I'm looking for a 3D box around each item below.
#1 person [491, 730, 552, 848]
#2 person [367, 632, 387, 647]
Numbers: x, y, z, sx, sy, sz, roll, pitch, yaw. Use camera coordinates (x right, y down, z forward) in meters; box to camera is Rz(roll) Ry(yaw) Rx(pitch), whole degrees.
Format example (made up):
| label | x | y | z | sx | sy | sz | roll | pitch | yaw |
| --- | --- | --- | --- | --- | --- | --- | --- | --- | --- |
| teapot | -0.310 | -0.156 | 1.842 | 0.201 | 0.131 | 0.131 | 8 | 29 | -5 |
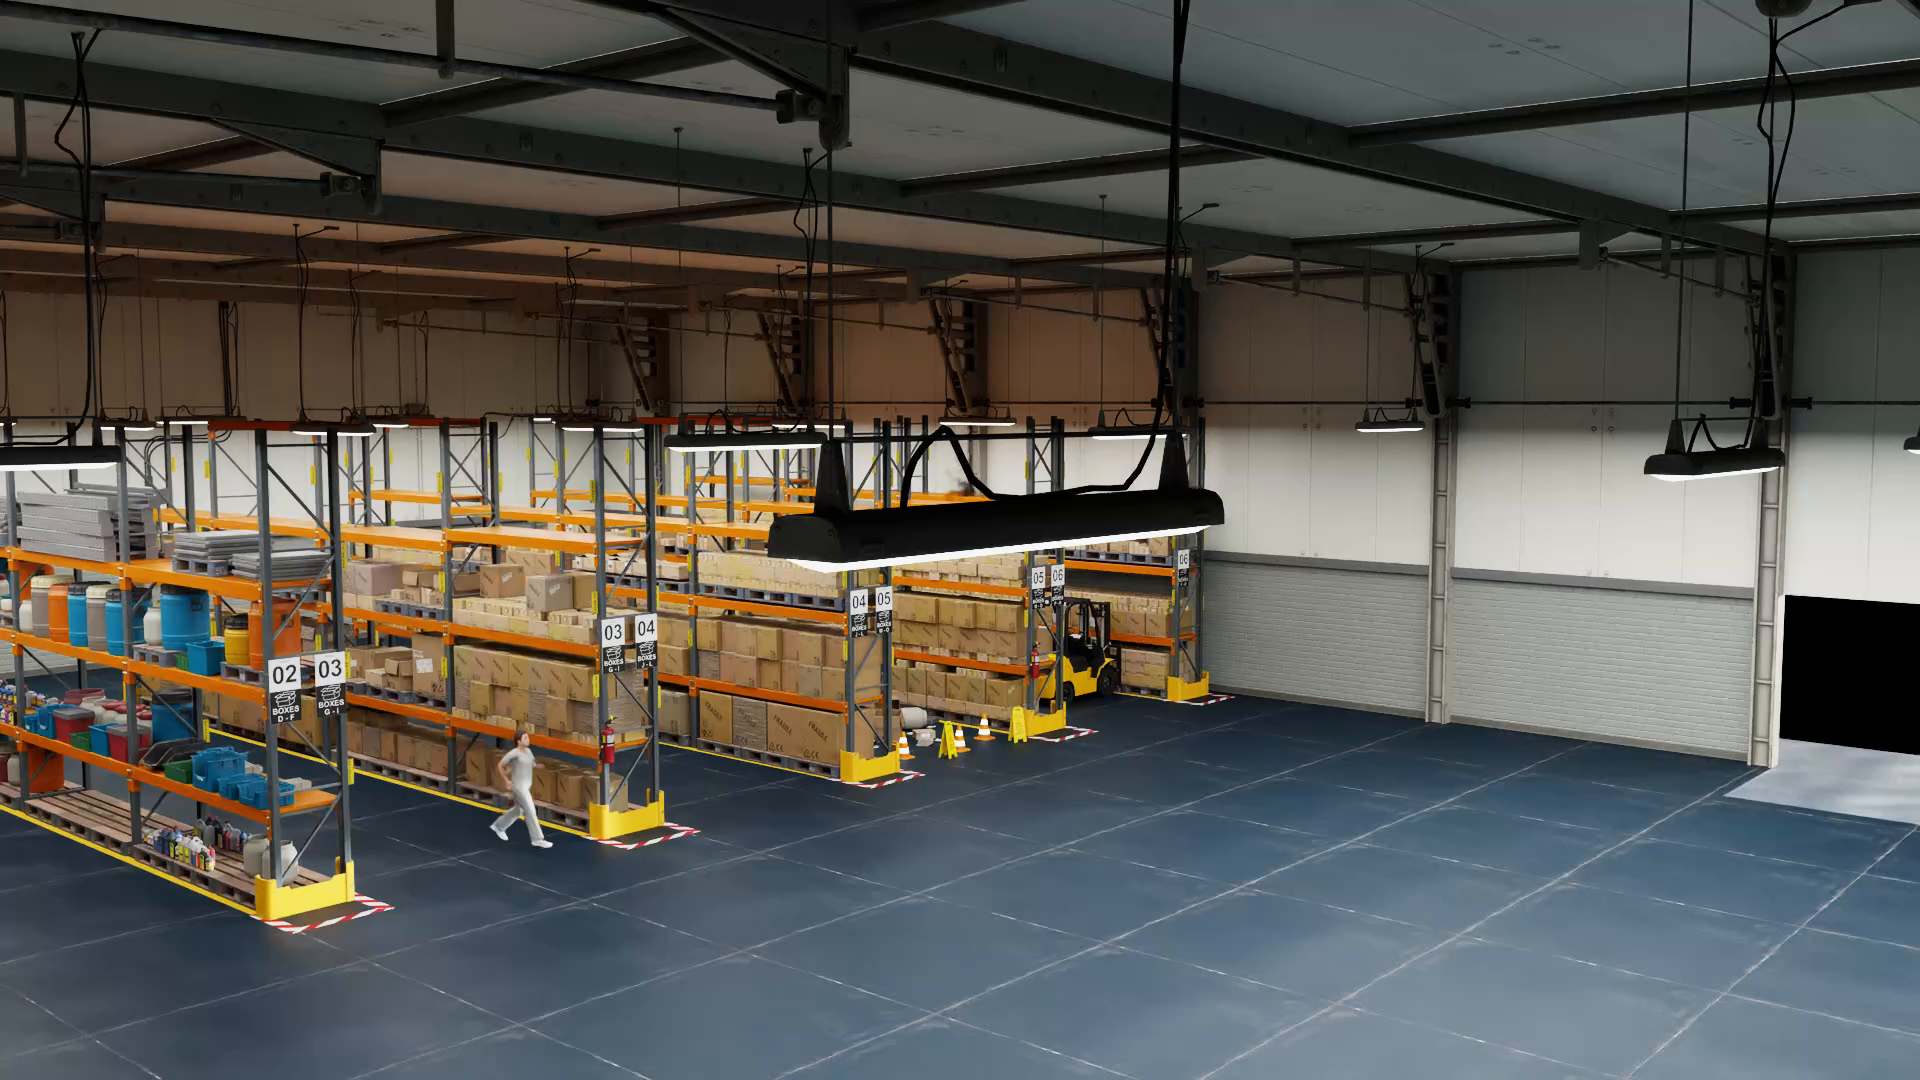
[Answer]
| label | x | y | z | sx | sy | sz | roll | pitch | yaw |
| --- | --- | --- | --- | --- | --- | --- | --- | --- | --- |
| person | -6.241 | 3.507 | 23.567 | 0.970 | 1.659 | 0.561 | 1 | 5 | 13 |
| person | -14.063 | 2.155 | 39.984 | 0.687 | 1.727 | 0.943 | -1 | 5 | -15 |
